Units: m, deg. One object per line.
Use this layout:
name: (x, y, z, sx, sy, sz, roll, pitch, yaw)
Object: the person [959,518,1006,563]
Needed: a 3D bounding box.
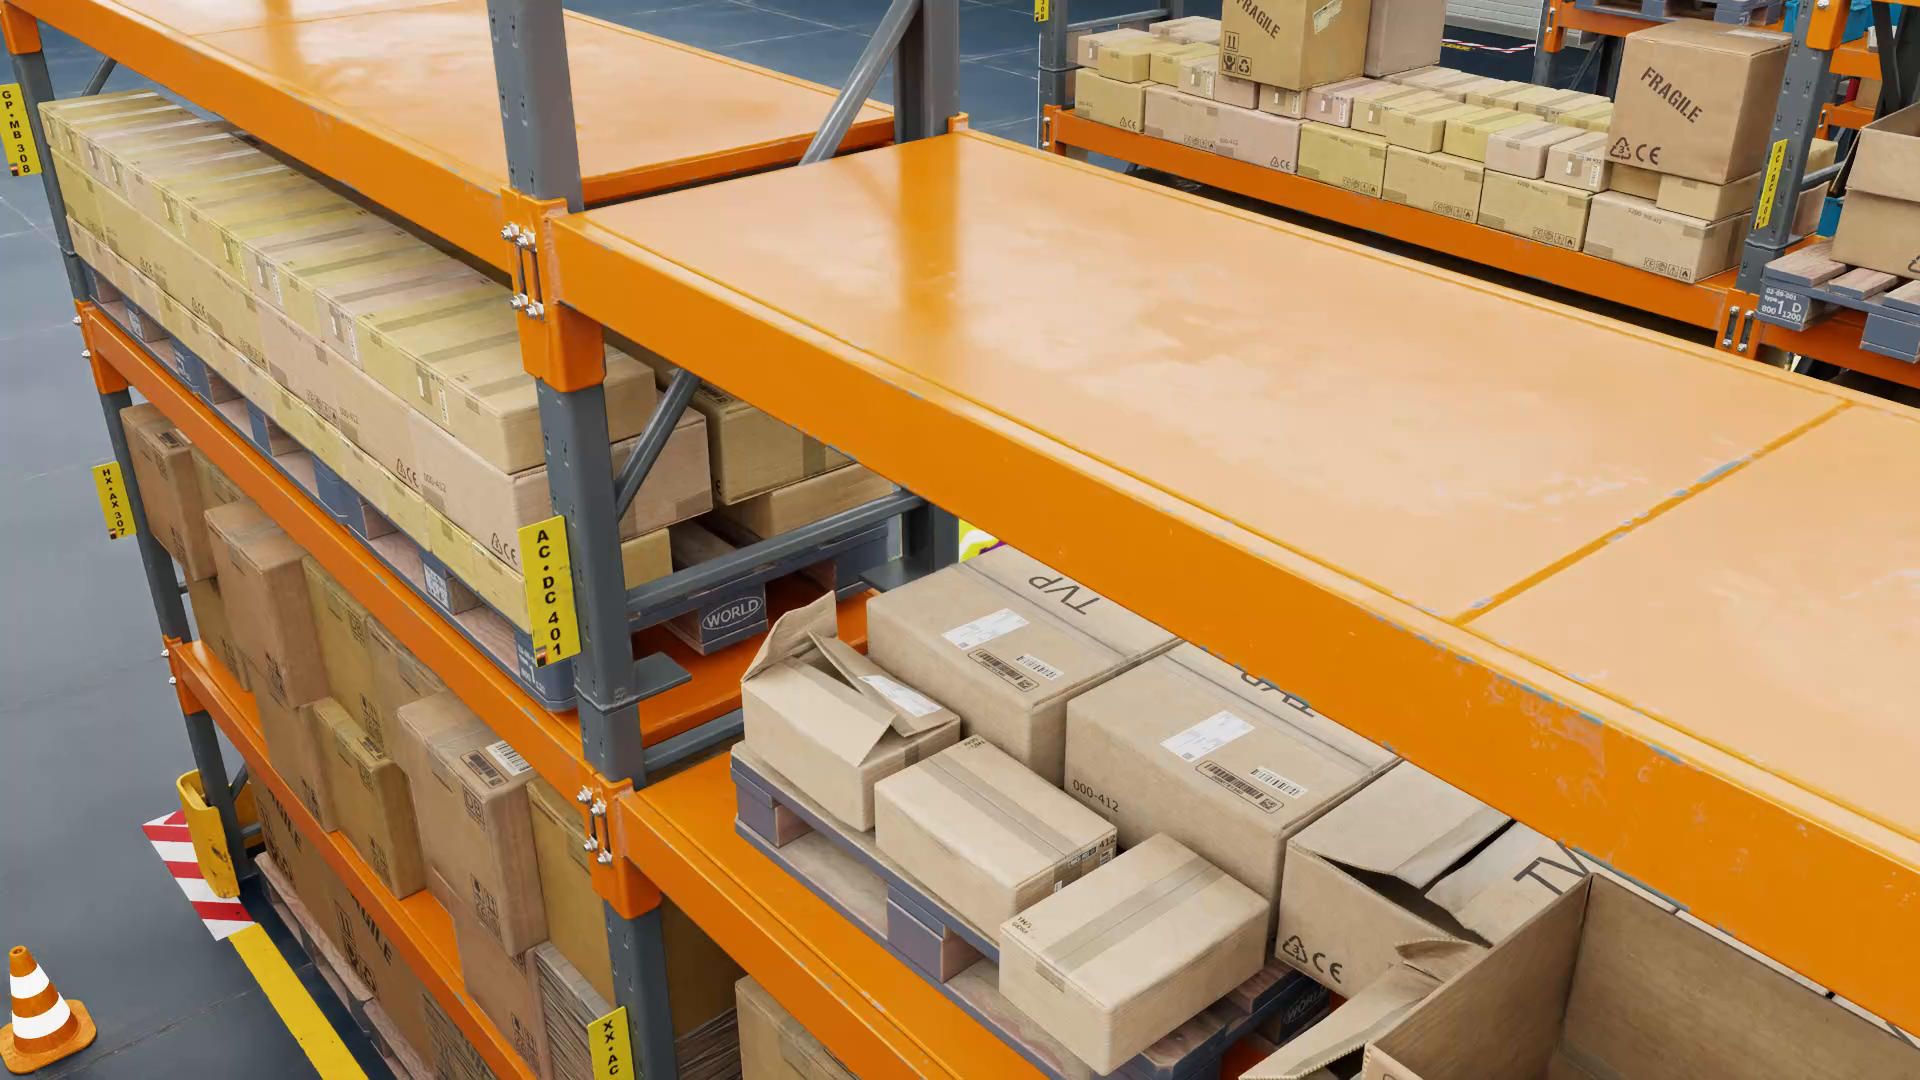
person: (-0.008, 0.250, 9.114, 0.918, 1.008, 0.534, -23, 36, -36)
